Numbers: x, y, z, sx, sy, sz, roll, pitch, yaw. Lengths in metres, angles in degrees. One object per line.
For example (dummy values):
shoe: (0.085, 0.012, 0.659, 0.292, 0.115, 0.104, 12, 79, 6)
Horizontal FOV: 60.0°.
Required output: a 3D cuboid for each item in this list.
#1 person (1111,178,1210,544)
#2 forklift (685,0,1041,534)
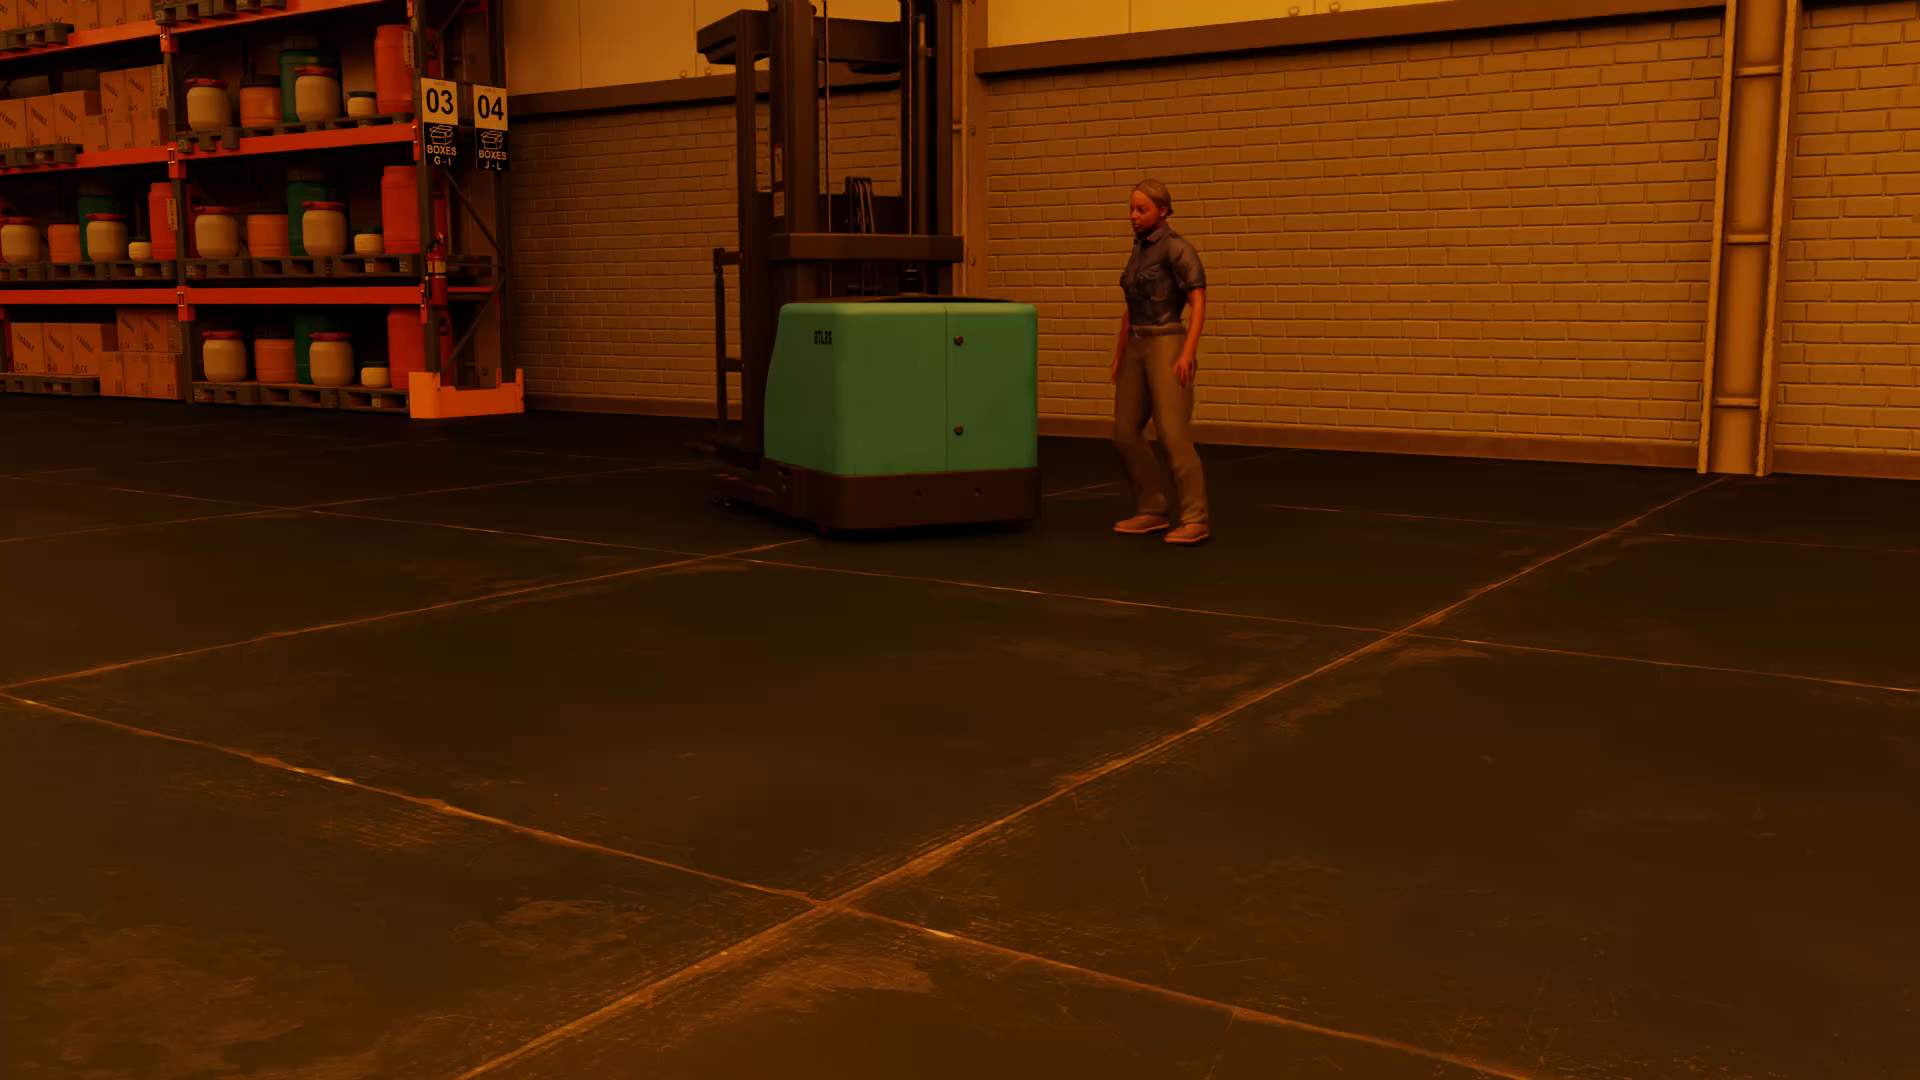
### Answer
person: (0.911, -0.821, 7.642, 0.322, 1.619, 0.700, -4, 9, -28)
forklift: (-0.715, -1.645, 8.763, 1.130, 2.935, 3.031, -4, 9, -26)
